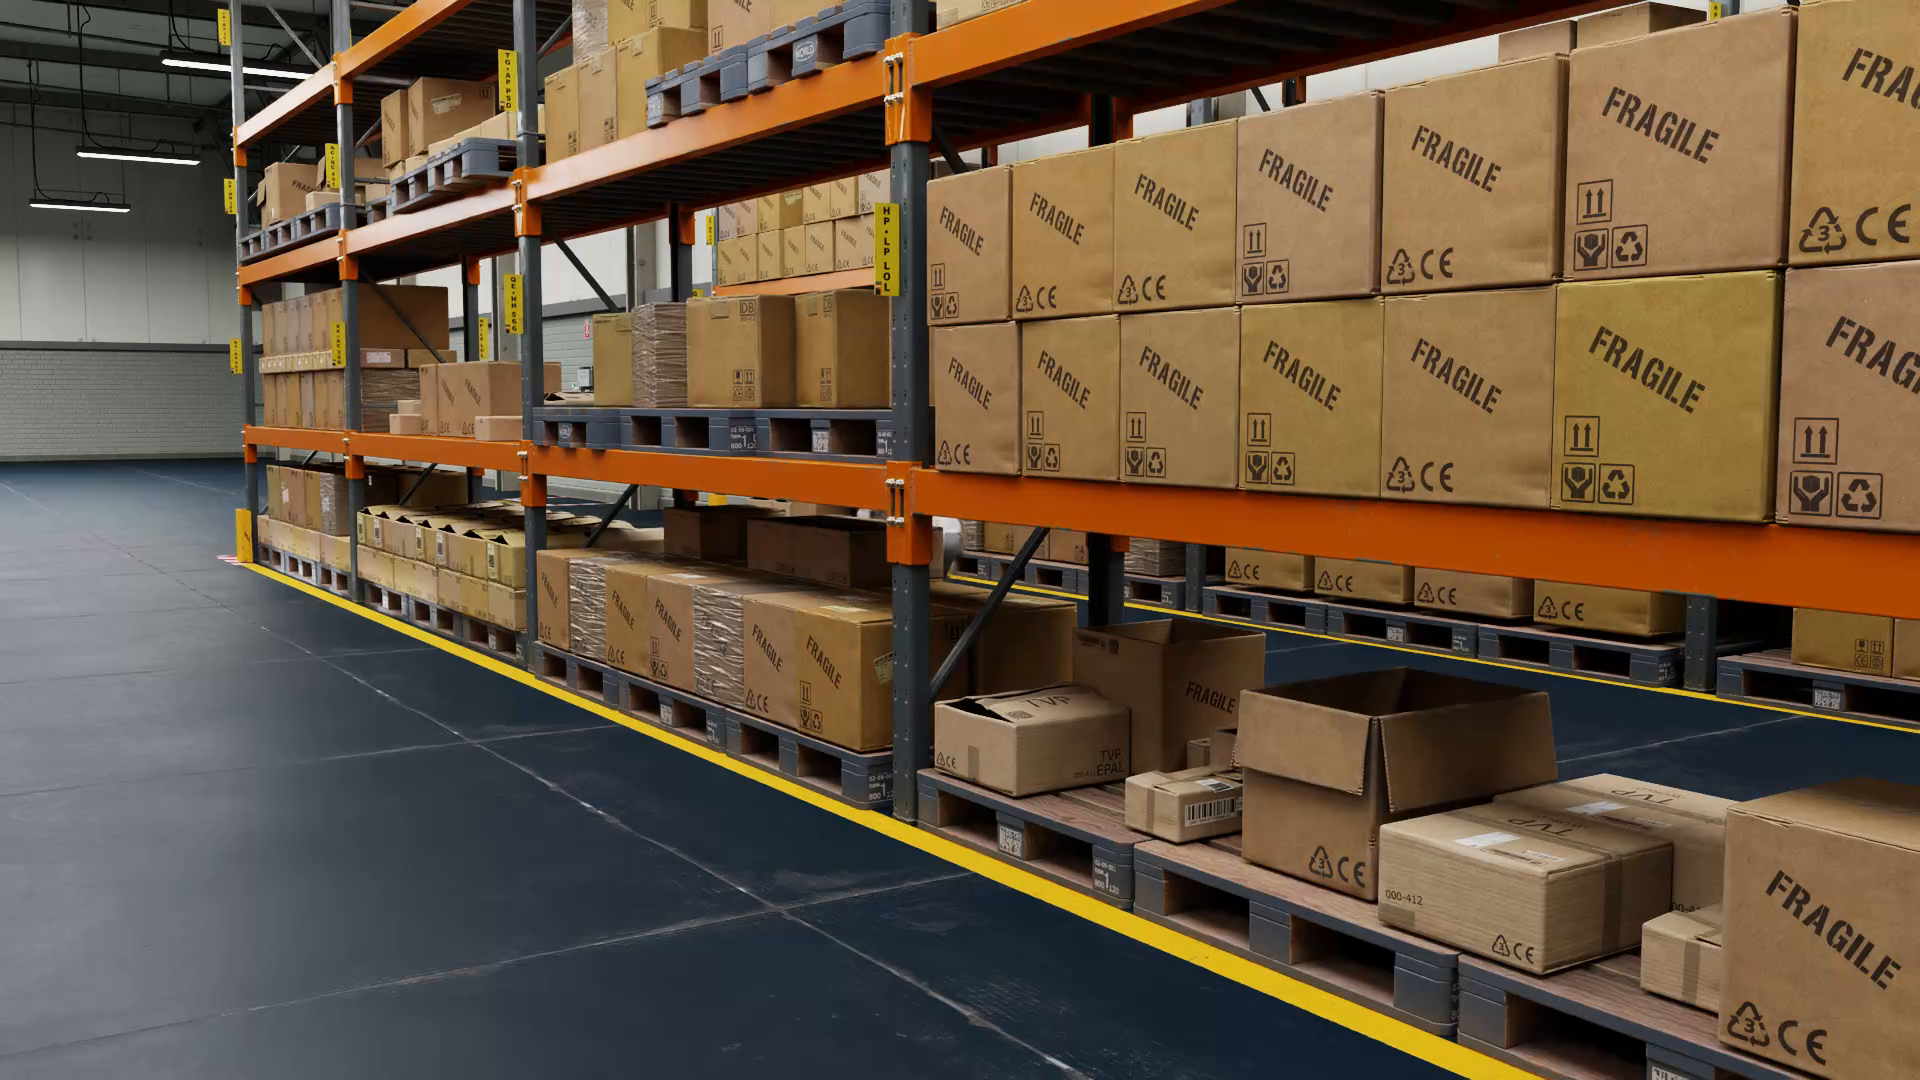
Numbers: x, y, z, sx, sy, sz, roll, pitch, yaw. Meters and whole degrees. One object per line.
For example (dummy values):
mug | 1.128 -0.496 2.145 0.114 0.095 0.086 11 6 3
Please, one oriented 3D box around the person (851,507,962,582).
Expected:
person | -0.365 0.176 9.873 0.443 1.102 0.930 -4 6 -38
